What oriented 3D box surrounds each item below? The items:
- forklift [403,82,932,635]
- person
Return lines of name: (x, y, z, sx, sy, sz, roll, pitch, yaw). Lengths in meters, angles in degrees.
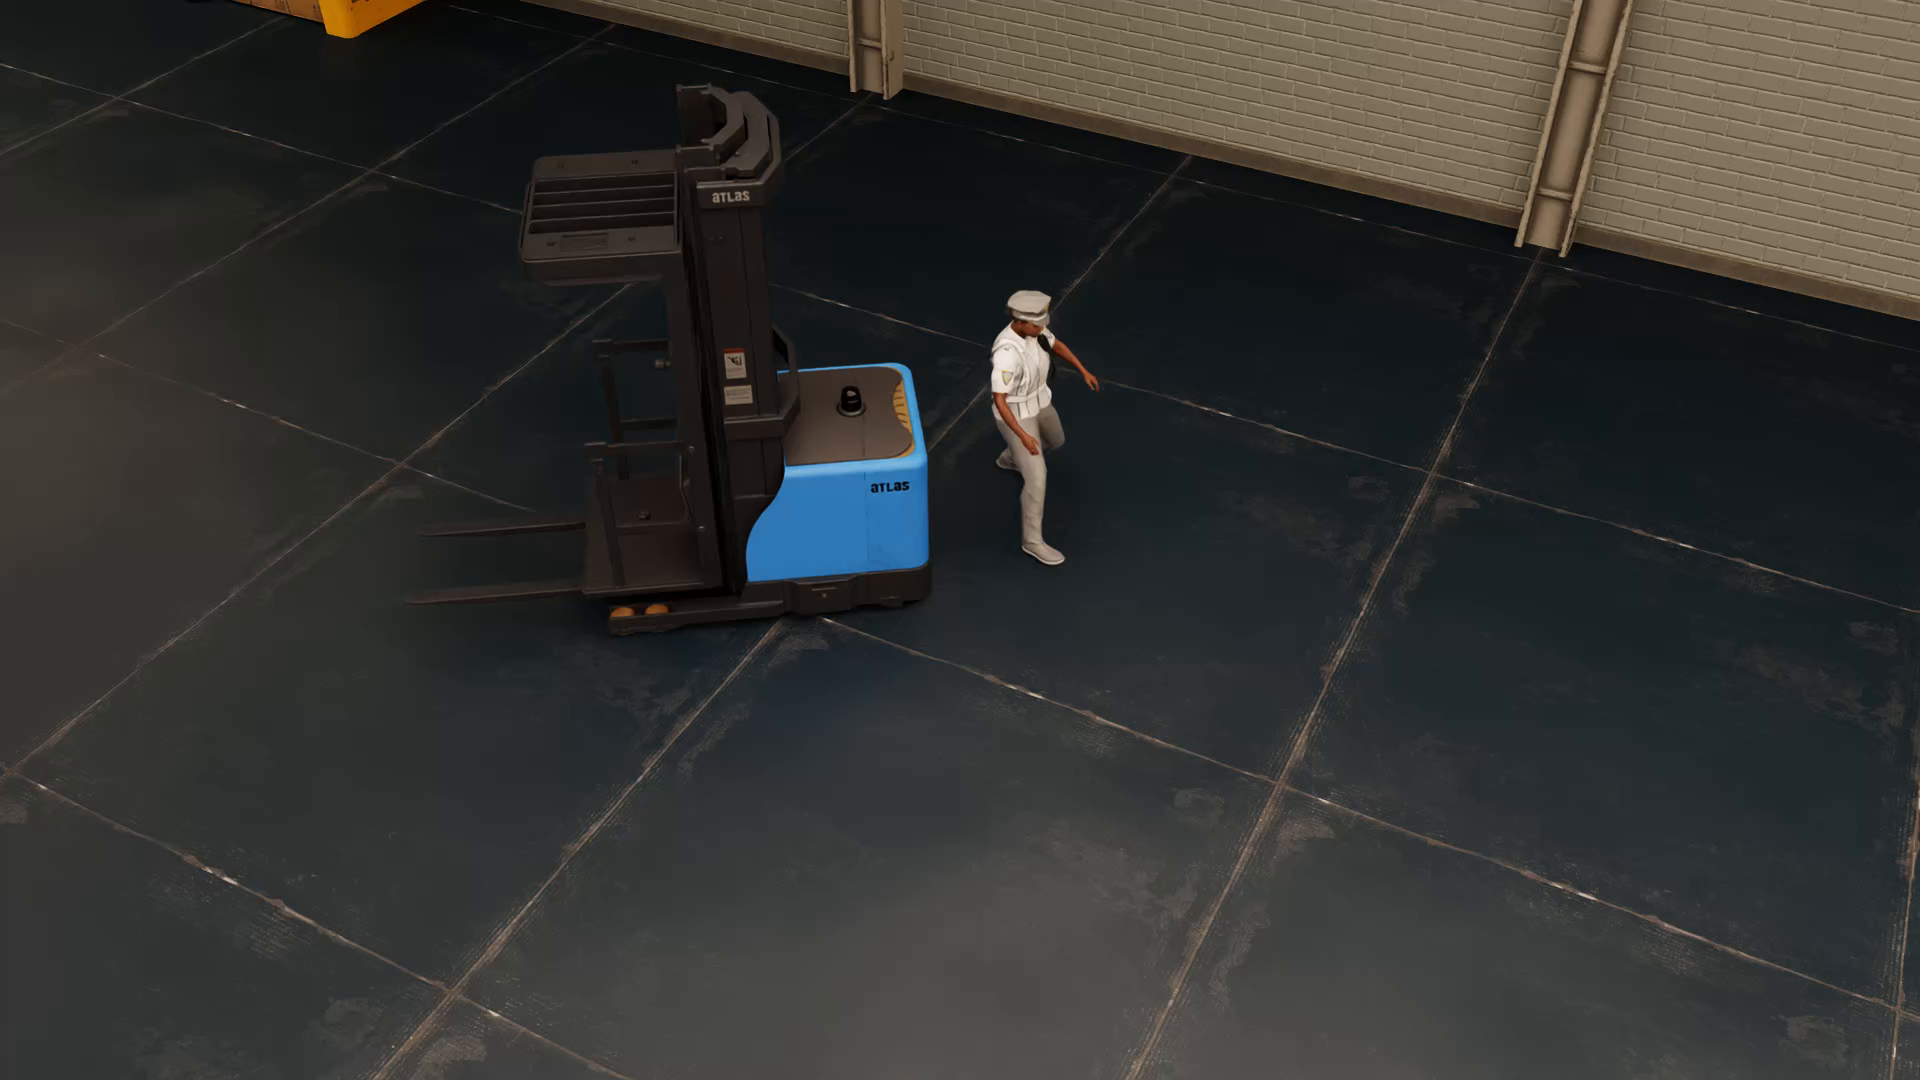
forklift: (-1.723, -0.932, 9.093, 3.031, 2.935, 1.130, -5, 40, -6)
person: (0.479, -0.770, 10.019, 0.863, 1.525, 0.881, 23, 45, 25)
